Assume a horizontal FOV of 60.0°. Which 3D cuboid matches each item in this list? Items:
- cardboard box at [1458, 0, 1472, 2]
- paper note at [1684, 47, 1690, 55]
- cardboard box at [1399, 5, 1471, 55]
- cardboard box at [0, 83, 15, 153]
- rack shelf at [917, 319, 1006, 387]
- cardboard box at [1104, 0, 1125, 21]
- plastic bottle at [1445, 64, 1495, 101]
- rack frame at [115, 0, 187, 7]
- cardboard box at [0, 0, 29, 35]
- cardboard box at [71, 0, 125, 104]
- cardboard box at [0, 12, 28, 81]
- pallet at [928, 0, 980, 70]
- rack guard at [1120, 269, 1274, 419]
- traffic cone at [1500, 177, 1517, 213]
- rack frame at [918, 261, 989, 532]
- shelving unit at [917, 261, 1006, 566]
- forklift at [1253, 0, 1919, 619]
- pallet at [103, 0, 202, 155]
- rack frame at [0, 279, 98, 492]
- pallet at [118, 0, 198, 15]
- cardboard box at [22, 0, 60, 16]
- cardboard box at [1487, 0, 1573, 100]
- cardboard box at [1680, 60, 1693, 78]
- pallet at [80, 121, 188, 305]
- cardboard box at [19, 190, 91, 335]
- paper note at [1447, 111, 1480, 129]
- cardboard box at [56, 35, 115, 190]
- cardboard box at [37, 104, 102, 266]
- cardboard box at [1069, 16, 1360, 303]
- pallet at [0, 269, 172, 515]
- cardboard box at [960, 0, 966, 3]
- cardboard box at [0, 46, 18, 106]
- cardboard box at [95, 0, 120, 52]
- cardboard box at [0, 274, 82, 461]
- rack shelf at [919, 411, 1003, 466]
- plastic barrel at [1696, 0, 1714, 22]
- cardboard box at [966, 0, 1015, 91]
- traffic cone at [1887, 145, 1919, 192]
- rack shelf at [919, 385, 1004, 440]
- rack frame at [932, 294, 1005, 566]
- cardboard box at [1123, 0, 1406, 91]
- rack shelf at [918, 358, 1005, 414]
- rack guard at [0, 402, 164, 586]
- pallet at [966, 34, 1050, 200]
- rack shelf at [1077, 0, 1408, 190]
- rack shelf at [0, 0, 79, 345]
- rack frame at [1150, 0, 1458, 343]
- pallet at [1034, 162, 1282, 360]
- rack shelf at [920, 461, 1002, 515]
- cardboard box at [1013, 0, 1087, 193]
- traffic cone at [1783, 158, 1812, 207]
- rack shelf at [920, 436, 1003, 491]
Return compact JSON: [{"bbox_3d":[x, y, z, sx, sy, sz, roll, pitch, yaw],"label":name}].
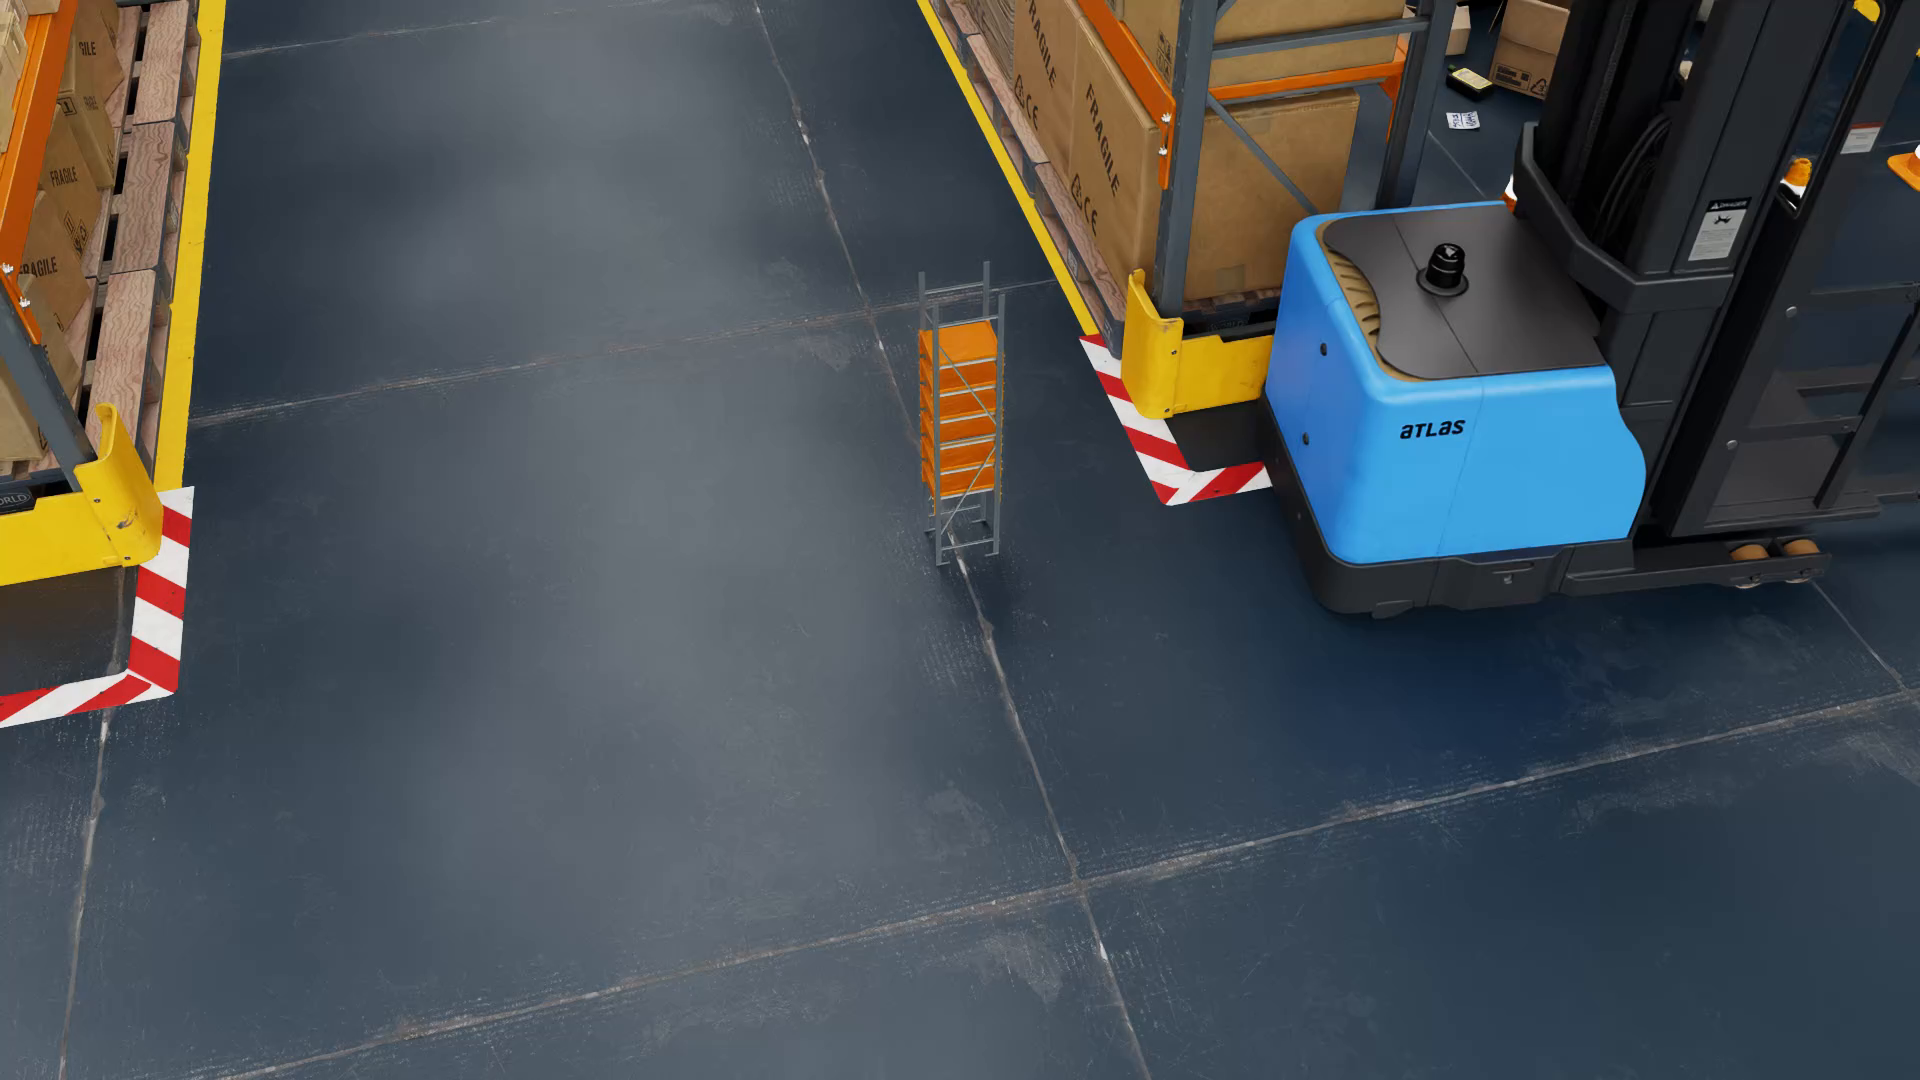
[{"bbox_3d":[2.870,-3.312,9.048,0.797,0.637,0.503,-11,47,-10],"label":"cardboard box"},{"bbox_3d":[3.776,-2.604,8.788,0.148,0.019,0.142,4,46,4],"label":"paper note"},{"bbox_3d":[2.452,-2.724,8.734,0.396,0.266,0.258,-3,46,-3],"label":"cardboard box"},{"bbox_3d":[-3.503,-1.436,5.733,0.380,0.149,0.250,-11,47,-10],"label":"cardboard box"},{"bbox_3d":[0.004,-0.631,5.586,0.258,0.103,0.180,-11,47,-10],"label":"rack shelf"},{"bbox_3d":[0.954,-2.446,6.442,0.875,0.550,0.550,-11,47,-10],"label":"cardboard box"},{"bbox_3d":[2.585,-2.348,8.508,0.133,0.061,0.283,-26,51,-24],"label":"plastic bottle"},{"bbox_3d":[-4.590,-3.694,7.770,1.000,3.000,0.127,-11,47,-10],"label":"rack frame"},{"bbox_3d":[-3.734,-1.947,6.233,0.380,0.149,0.250,-11,47,-10],"label":"cardboard box"},{"bbox_3d":[-4.372,-2.289,7.849,0.500,0.500,0.500,3,46,2],"label":"cardboard box"},{"bbox_3d":[-3.644,-1.779,6.069,0.380,0.149,0.250,-11,47,-10],"label":"cardboard box"},{"bbox_3d":[0.350,-3.016,9.058,1.003,0.211,1.213,-11,47,-10],"label":"pallet"},{"bbox_3d":[1.261,-0.878,6.760,1.175,0.500,0.348,-11,47,-10],"label":"rack guard"},{"bbox_3d":[2.492,-1.508,7.404,0.336,0.463,0.334,-11,47,-10],"label":"traffic cone"},{"bbox_3d":[-0.020,-0.473,5.874,0.240,1.200,0.006,-11,47,-10],"label":"rack frame"},{"bbox_3d":[0.004,-0.410,5.812,0.258,1.200,0.189,-11,47,-10],"label":"shelving unit"},{"bbox_3d":[2.714,-1.220,5.394,3.031,2.935,1.130,-6,46,-5],"label":"forklift"},{"bbox_3d":[-4.383,-2.261,8.318,1.003,0.211,1.213,-11,47,-10],"label":"pallet"},{"bbox_3d":[-3.565,-0.932,5.064,1.000,3.000,0.127,-11,47,-10],"label":"rack frame"},{"bbox_3d":[-4.790,-3.255,9.292,1.003,0.211,1.213,-11,47,-10],"label":"pallet"},{"bbox_3d":[-3.698,-2.138,6.421,0.380,0.149,0.250,-11,47,-10],"label":"cardboard box"},{"bbox_3d":[3.117,-2.620,8.466,0.637,0.503,0.797,27,51,24],"label":"cardboard box"},{"bbox_3d":[3.726,-2.282,8.382,0.380,0.149,0.250,11,47,11],"label":"cardboard box"},{"bbox_3d":[-4.067,-1.417,7.491,1.003,0.211,1.213,-11,47,-10],"label":"pallet"},{"bbox_3d":[-3.895,-1.045,6.630,0.500,0.500,0.500,0,46,0],"label":"cardboard box"},{"bbox_3d":[2.506,-2.094,8.282,0.144,0.017,0.142,4,46,4],"label":"paper note"},{"bbox_3d":[-4.137,-1.874,7.443,0.500,0.500,0.500,-15,47,-14],"label":"cardboard box"},{"bbox_3d":[-4.037,-1.481,7.057,0.500,0.500,0.500,-7,46,-7],"label":"cardboard box"},{"bbox_3d":[1.018,-1.629,6.940,0.875,0.875,0.875,-10,47,-10],"label":"cardboard box"},{"bbox_3d":[-3.759,-0.576,6.667,1.003,0.211,1.213,-11,47,-10],"label":"pallet"},{"bbox_3d":[0.324,-3.487,8.761,0.875,0.875,0.875,-10,46,-10],"label":"cardboard box"},{"bbox_3d":[-3.587,-1.605,5.899,0.380,0.149,0.250,-11,47,-10],"label":"cardboard box"},{"bbox_3d":[-4.526,-2.683,8.235,0.500,0.500,0.500,-12,47,-12],"label":"cardboard box"},{"bbox_3d":[-3.709,-0.639,6.232,0.500,0.500,0.500,-3,46,-3],"label":"cardboard box"},{"bbox_3d":[0.004,-0.379,5.843,0.258,0.103,0.180,-11,47,-10],"label":"rack shelf"},{"bbox_3d":[4.022,-2.992,8.886,0.512,0.421,0.421,19,48,17],"label":"plastic barrel"},{"bbox_3d":[0.559,-2.866,8.152,0.875,0.875,0.875,-10,46,-10],"label":"cardboard box"},{"bbox_3d":[4.657,-1.917,7.805,0.336,0.463,0.334,-11,47,-10],"label":"traffic cone"},{"bbox_3d":[0.004,-0.463,5.758,0.258,0.103,0.180,-11,47,-10],"label":"rack shelf"},{"bbox_3d":[0.027,-0.347,5.750,0.240,1.200,0.006,-11,47,-10],"label":"rack frame"},{"bbox_3d":[1.116,-2.070,6.073,0.875,0.550,0.550,-11,47,-10],"label":"cardboard box"},{"bbox_3d":[0.004,-0.547,5.672,0.258,0.103,0.180,-11,47,-10],"label":"rack shelf"},{"bbox_3d":[-3.585,-0.110,6.008,1.175,0.500,0.348,-11,47,-10],"label":"rack guard"},{"bbox_3d":[0.666,-2.172,8.231,1.003,0.211,1.213,-11,47,-10],"label":"pallet"},{"bbox_3d":[0.743,-2.899,7.494,1.077,0.370,4.000,-11,47,-10],"label":"rack shelf"},{"bbox_3d":[-4.077,-2.061,6.674,1.077,0.370,4.000,-11,47,-10],"label":"rack shelf"},{"bbox_3d":[1.255,-1.770,5.884,1.000,3.000,0.127,-11,47,-10],"label":"rack frame"},{"bbox_3d":[0.975,-1.331,7.407,1.003,0.211,1.213,-11,47,-10],"label":"pallet"},{"bbox_3d":[0.004,-0.211,6.015,0.258,0.103,0.180,-11,47,-10],"label":"rack shelf"},{"bbox_3d":[0.790,-2.236,7.535,0.875,0.875,0.875,-11,47,-11],"label":"cardboard box"},{"bbox_3d":[3.671,-1.480,7.376,0.336,0.463,0.334,-11,47,-10],"label":"traffic cone"},{"bbox_3d":[0.004,-0.295,5.929,0.258,0.103,0.180,-11,47,-10],"label":"rack shelf"}]
